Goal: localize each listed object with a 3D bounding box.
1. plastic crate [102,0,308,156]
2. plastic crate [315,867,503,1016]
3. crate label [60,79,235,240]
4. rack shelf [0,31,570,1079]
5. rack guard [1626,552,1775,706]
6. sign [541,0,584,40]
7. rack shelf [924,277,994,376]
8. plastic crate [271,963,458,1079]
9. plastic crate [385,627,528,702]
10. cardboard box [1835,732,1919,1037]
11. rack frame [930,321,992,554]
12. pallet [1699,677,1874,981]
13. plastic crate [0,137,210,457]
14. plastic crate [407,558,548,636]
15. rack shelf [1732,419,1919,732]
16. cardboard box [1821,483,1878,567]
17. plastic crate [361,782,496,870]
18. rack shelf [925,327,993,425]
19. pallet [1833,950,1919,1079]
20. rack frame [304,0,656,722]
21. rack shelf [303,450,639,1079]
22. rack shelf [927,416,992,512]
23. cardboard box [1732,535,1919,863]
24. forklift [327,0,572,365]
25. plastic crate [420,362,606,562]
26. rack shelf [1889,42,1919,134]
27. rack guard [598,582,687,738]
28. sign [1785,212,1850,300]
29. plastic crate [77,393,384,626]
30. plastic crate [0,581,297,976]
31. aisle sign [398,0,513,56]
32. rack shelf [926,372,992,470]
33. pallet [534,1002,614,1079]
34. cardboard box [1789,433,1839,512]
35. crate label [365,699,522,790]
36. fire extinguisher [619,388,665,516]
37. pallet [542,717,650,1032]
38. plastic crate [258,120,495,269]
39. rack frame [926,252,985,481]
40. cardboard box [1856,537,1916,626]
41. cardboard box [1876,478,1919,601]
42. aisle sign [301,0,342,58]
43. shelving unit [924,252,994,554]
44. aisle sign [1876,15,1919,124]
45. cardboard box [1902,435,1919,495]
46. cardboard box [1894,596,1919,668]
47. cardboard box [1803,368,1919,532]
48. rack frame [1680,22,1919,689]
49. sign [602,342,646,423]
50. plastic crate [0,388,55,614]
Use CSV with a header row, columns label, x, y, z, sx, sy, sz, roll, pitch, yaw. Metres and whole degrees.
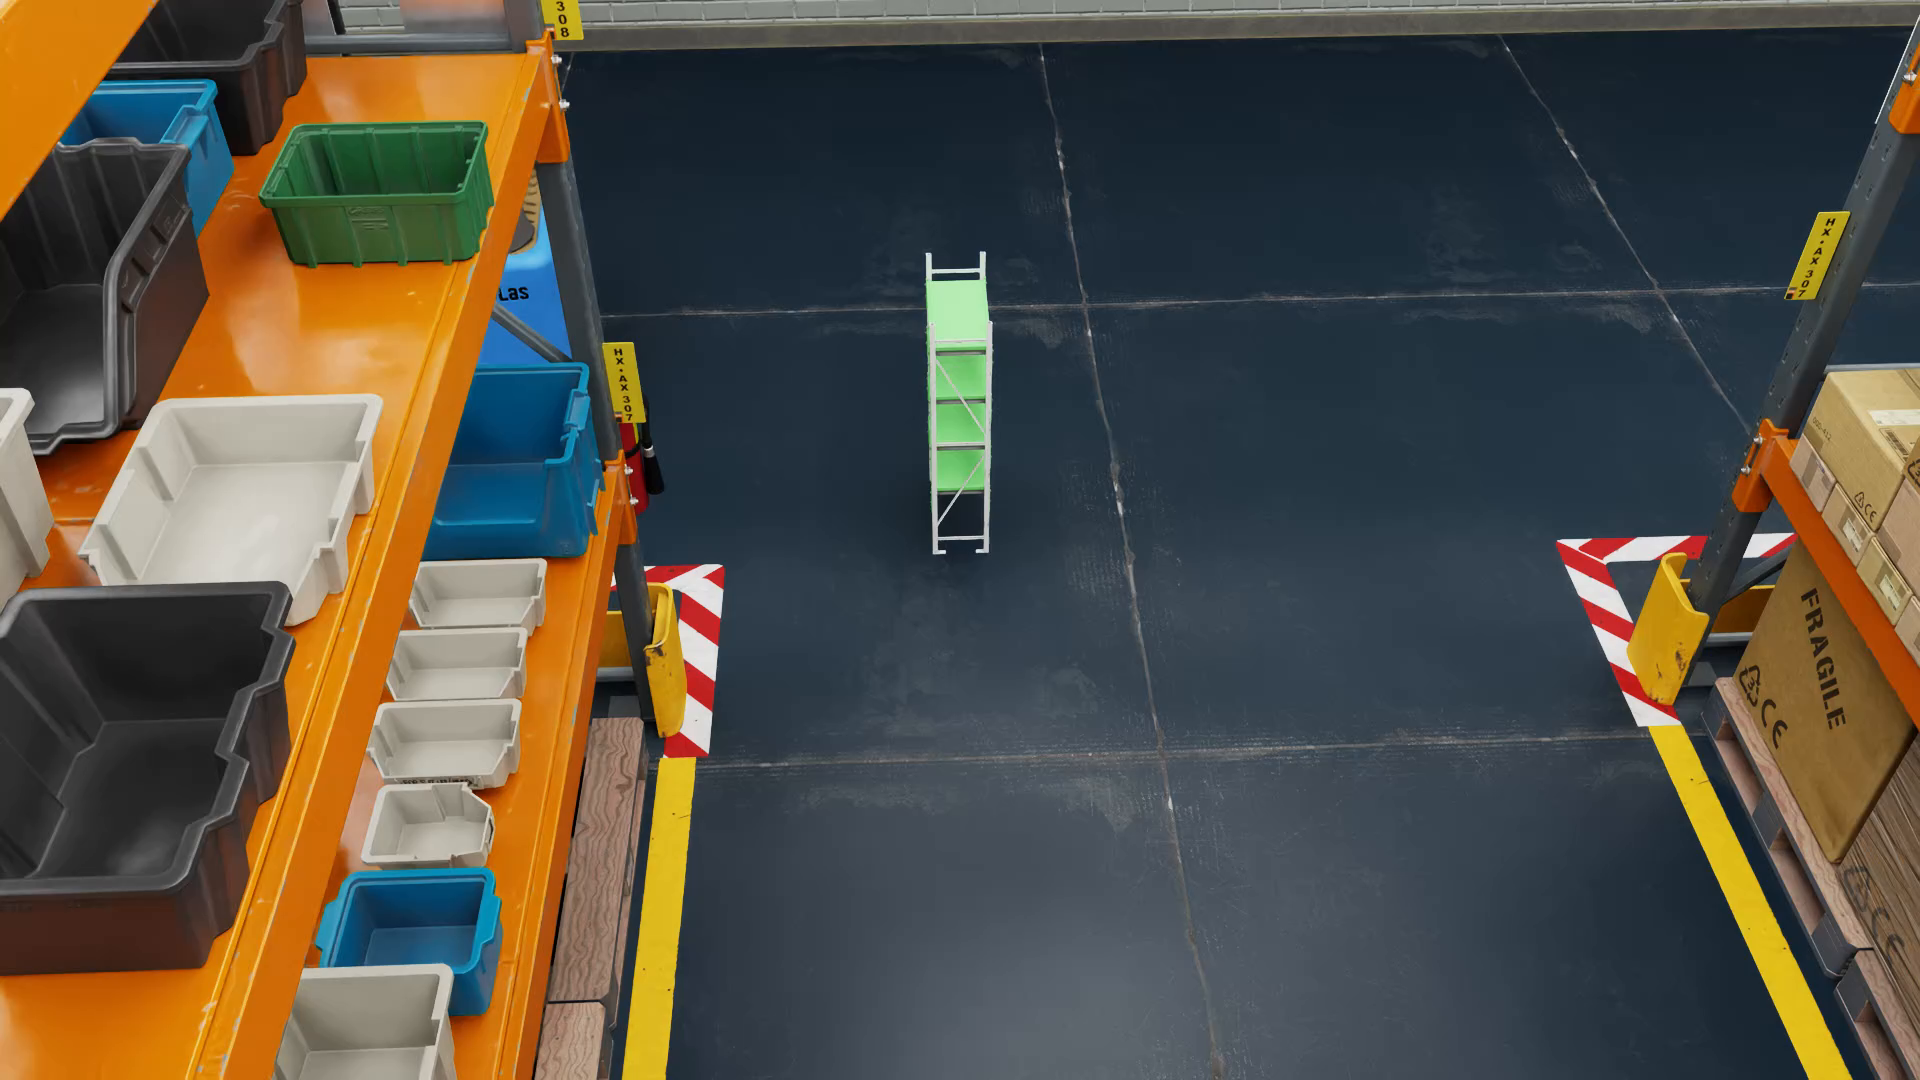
label,x,y,z,sx,sy,sz,roll,pitch,yaw
plastic crate,-1.915,-1.218,4.235,0.497,0.269,0.590,-2,43,-2
plastic crate,-1.310,0.991,4.029,0.416,0.233,0.300,-2,43,-2
crate label,-1.937,-0.847,3.844,0.408,0.251,0.502,-2,43,-2
rack shelf,-1.568,0.082,3.254,1.077,0.370,4.000,-2,43,-2
rack guard,3.294,0.335,6.514,1.175,0.500,0.348,-2,43,-2
sign,-1.104,-1.522,4.548,0.100,0.325,0.005,-2,43,-2
rack shelf,-0.007,-0.861,6.685,0.258,0.148,0.480,-2,43,-2
plastic crate,-1.364,1.258,3.701,0.437,0.282,0.530,-2,43,-2
plastic crate,-1.440,0.388,4.757,0.396,0.136,0.243,-2,43,-2
cardboard box,3.441,1.102,5.089,0.875,0.875,0.875,-2,43,-2
rack frame,0.003,-0.389,6.787,0.240,1.200,0.015,-2,43,-2
pallet,3.408,0.995,6.008,1.003,0.211,1.213,-2,43,-2
plastic crate,-1.863,-0.472,3.371,0.504,0.338,0.767,-2,43,-2
plastic crate,-1.437,0.192,4.971,0.396,0.136,0.243,-2,43,-2
rack shelf,3.380,1.045,4.422,1.077,0.370,4.000,-2,43,-2
cardboard box,2.993,-0.055,5.276,0.380,0.149,0.250,-2,43,-2
plastic crate,-1.372,0.775,4.335,0.298,0.136,0.250,-2,43,-2
rack shelf,-0.007,-0.684,6.847,0.258,0.148,0.480,-2,43,-2
pallet,3.456,1.817,5.112,1.003,0.211,1.213,-2,43,-2
rack frame,-1.653,-0.428,5.497,1.000,3.000,0.127,-2,43,-2
rack shelf,-1.568,1.187,4.267,1.077,0.370,4.000,-2,43,-2
rack shelf,-0.007,-0.330,7.172,0.258,0.148,0.480,-2,43,-2
cardboard box,3.403,0.488,5.759,0.875,0.875,0.875,-2,43,-2
forklift,-3.269,-1.665,6.898,3.031,2.935,1.130,-5,43,-6
plastic crate,-1.452,-0.242,5.224,0.616,0.435,0.499,-2,43,-2
rack shelf,3.380,-0.061,3.409,1.077,0.370,4.000,-2,43,-2
rack guard,-1.667,0.478,6.359,1.175,0.500,0.348,-2,43,-2
sign,2.741,-0.907,5.320,0.100,0.325,0.005,-2,43,-2
plastic crate,-1.317,-0.049,3.058,0.437,0.136,0.530,-2,43,-2
plastic crate,-1.262,0.368,2.505,0.497,0.269,0.590,-2,43,-2
aisle sign,-1.363,-1.443,4.681,0.394,0.787,0.004,-2,43,-2
rack shelf,-0.007,-0.507,7.010,0.258,0.148,0.480,-2,43,-2
pallet,-1.608,1.979,4.934,1.003,0.211,1.213,-2,43,-2
cardboard box,2.981,-0.228,5.465,0.380,0.149,0.250,-1,43,-1
crate label,-1.403,0.576,4.553,0.396,0.136,0.243,-2,43,-2
fire extinguisher,-1.205,-0.377,5.775,0.296,0.674,0.183,-2,43,-2
pallet,-1.657,1.158,5.831,1.003,0.211,1.213,-2,43,-2
plastic crate,-1.326,-0.798,3.838,0.450,0.188,0.336,-2,43,-2
rack frame,-0.017,-0.719,7.146,0.240,1.200,0.015,-2,43,-2
cardboard box,3.004,0.118,5.088,0.380,0.149,0.250,-3,43,-3
cardboard box,3.075,0.058,4.858,0.500,0.250,0.500,-2,43,-2
aisle sign,-1.953,-1.426,4.662,0.394,0.787,0.004,-2,43,-2
shelving unit,-0.007,-0.554,6.966,0.258,1.200,0.503,-2,43,-2
aisle sign,2.993,-1.568,4.817,0.394,0.787,0.004,-2,43,-2
cardboard box,3.067,-0.232,4.619,0.500,0.500,0.500,-3,43,-3
cardboard box,3.017,0.294,4.896,0.380,0.149,0.250,-2,43,-2
cardboard box,3.046,-0.293,5.240,0.500,0.250,0.500,-3,43,-3
rack frame,3.296,-0.570,5.652,1.000,3.000,0.127,-2,43,-2
sign,-1.104,-0.515,5.471,0.100,0.325,0.005,-2,43,-2
plastic crate,-1.867,0.015,2.882,0.437,0.282,0.530,-2,43,-2
